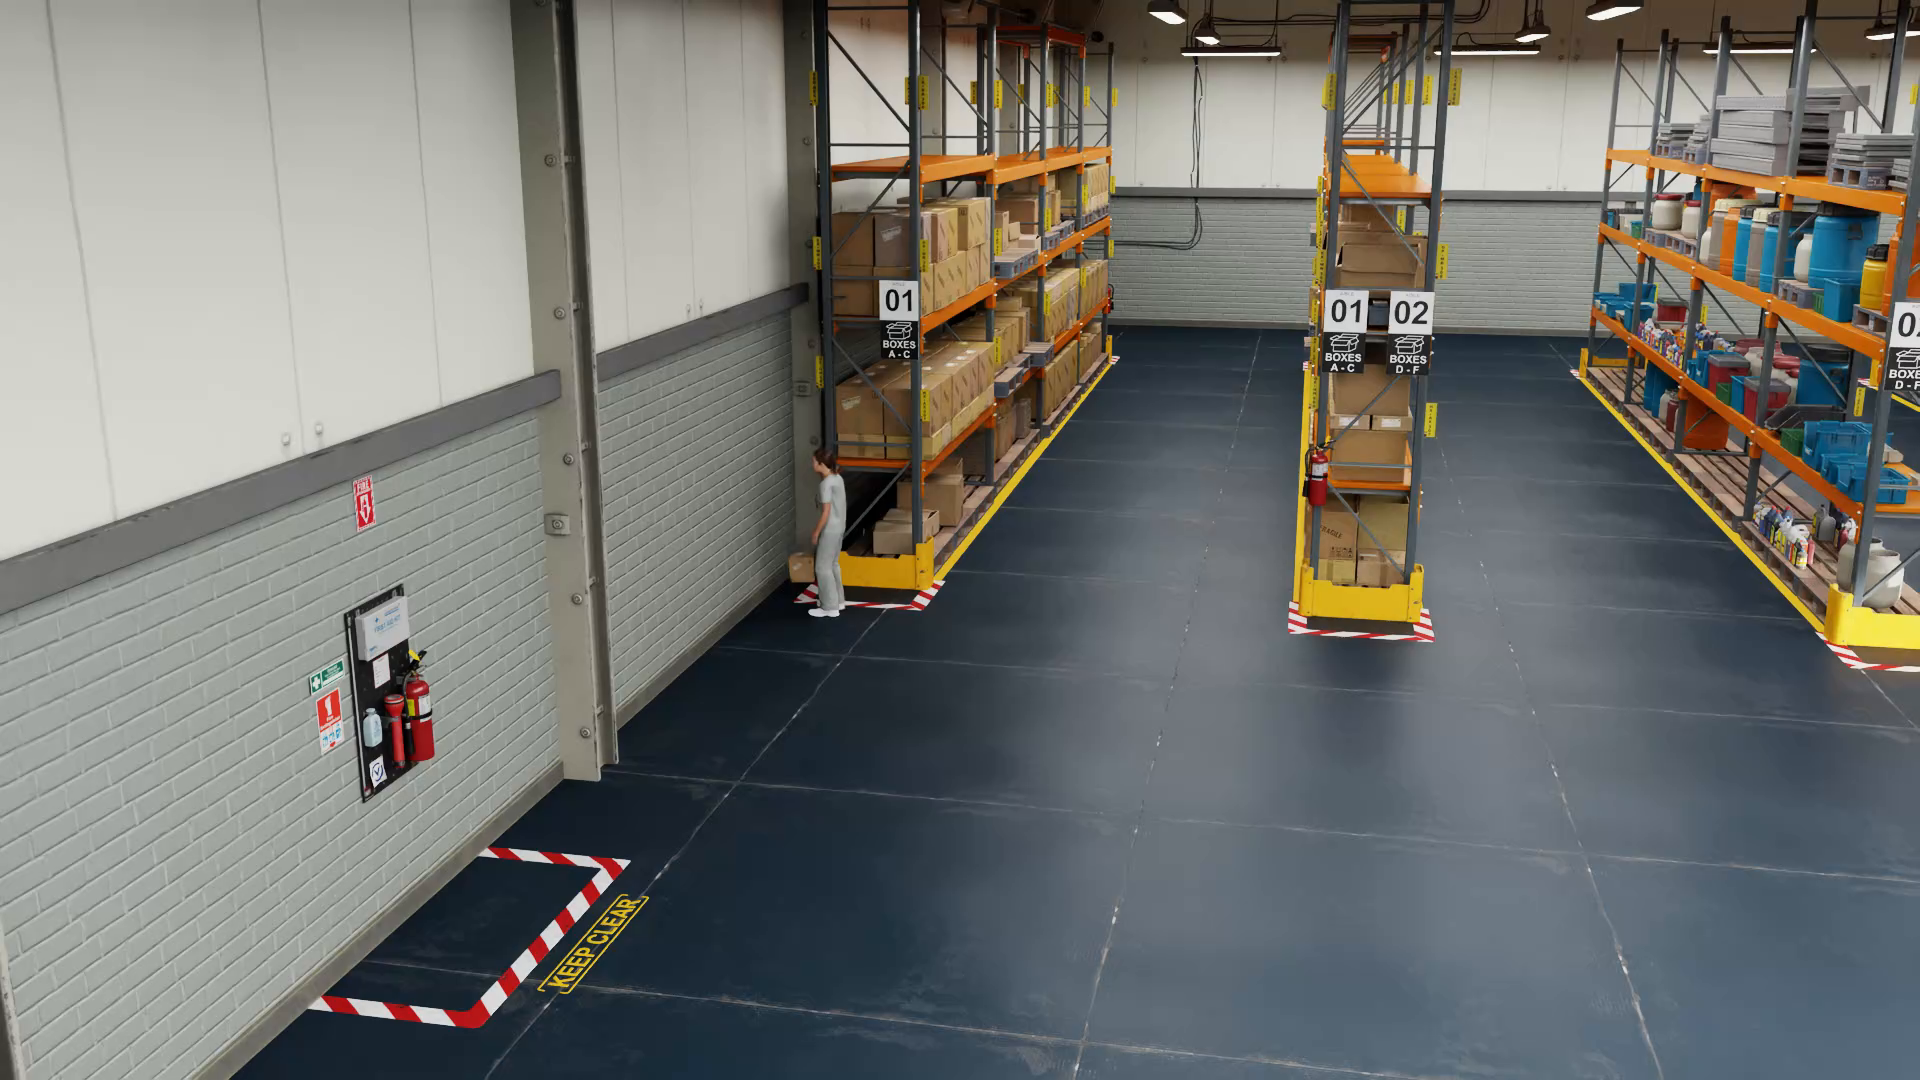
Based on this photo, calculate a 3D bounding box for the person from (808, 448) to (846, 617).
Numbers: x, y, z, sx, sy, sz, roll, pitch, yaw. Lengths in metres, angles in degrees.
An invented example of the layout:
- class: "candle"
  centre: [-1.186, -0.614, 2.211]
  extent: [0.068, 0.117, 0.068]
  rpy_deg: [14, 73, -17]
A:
- class: "person"
  centre: [-1.301, -0.076, 16.339]
  extent: [0.363, 1.655, 0.476]
  rpy_deg: [3, 15, 10]
